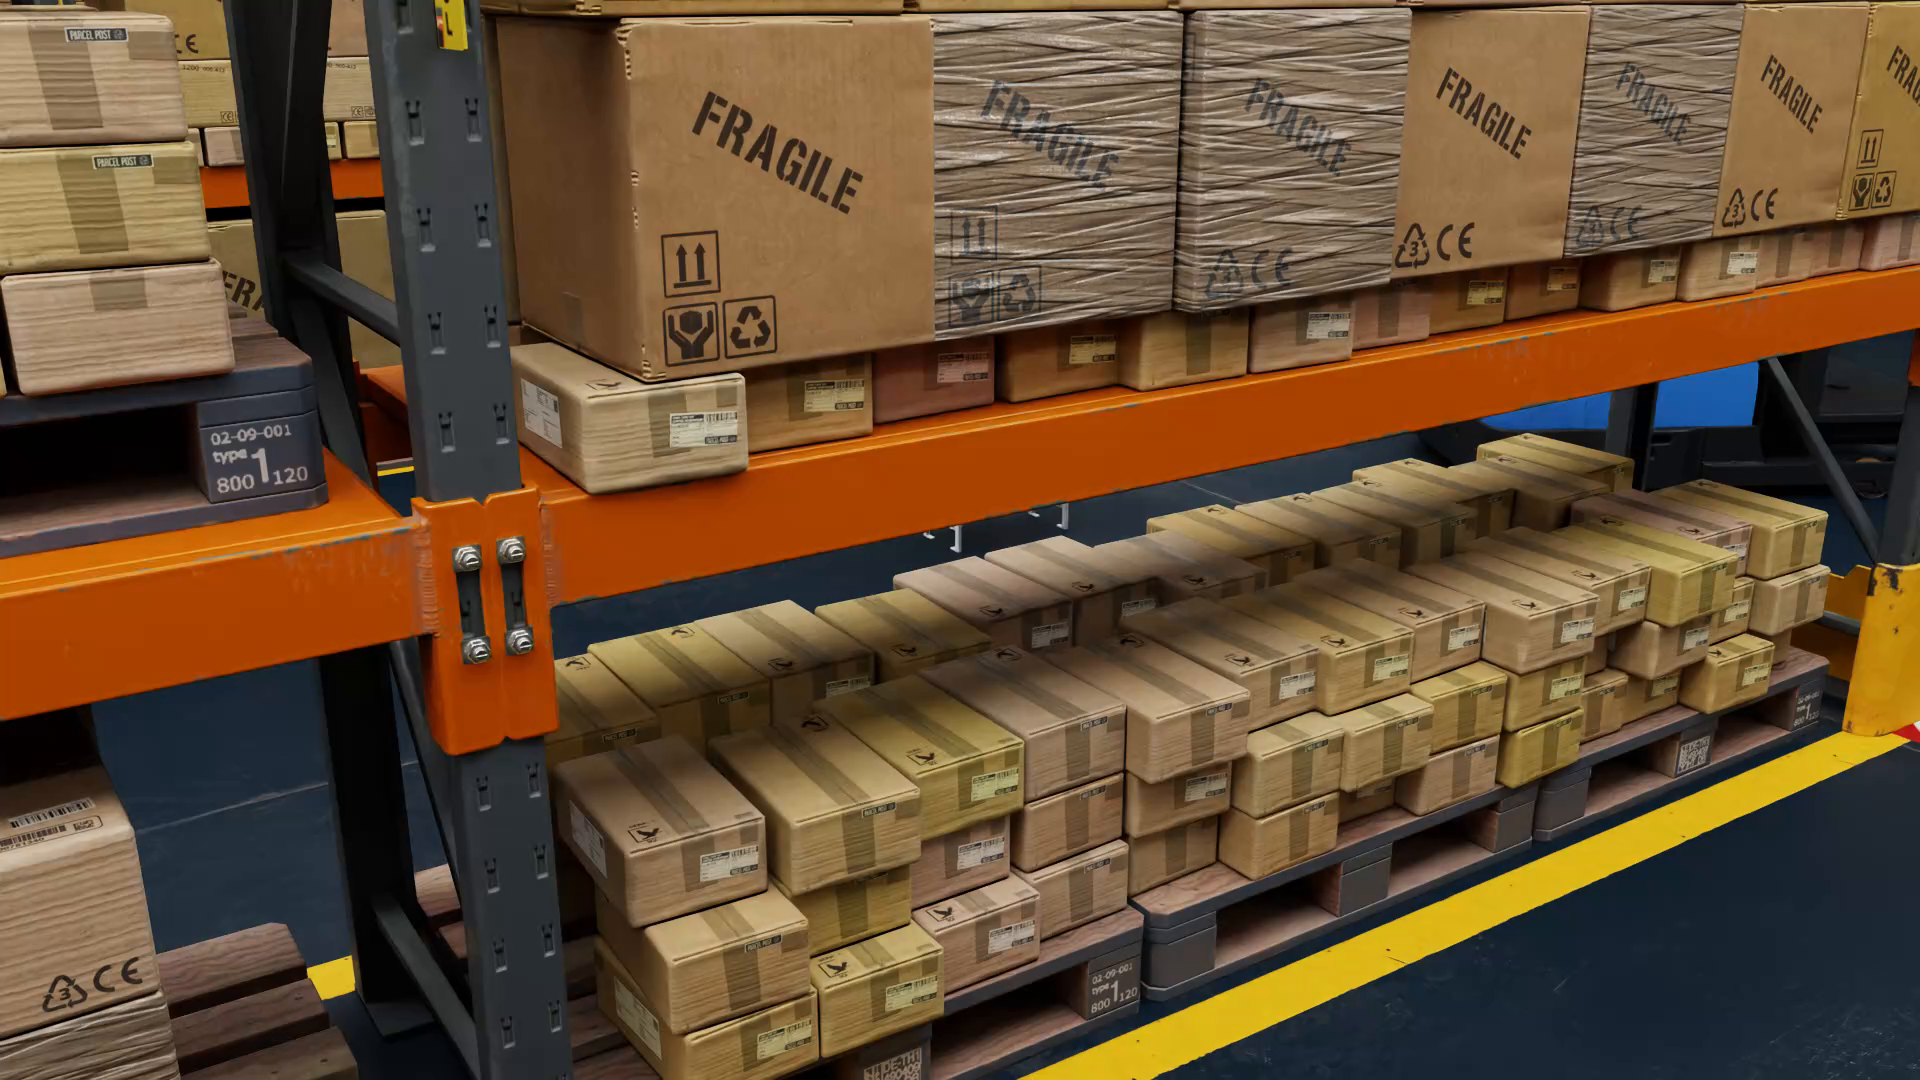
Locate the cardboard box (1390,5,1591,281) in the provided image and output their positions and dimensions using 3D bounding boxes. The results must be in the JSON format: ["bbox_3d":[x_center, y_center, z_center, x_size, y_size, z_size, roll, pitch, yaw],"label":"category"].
[{"bbox_3d":[0.899,-0.839,3.421,0.500,0.500,0.500,-11,21,-29],"label":"cardboard box"}]

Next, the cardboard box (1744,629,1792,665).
[{"bbox_3d":[2.081,0.235,4.660,0.250,0.149,0.380,-11,22,-30],"label":"cardboard box"}]

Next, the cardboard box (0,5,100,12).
[{"bbox_3d":[-1.516,-0.775,2.663,0.250,0.149,0.380,-11,21,-29],"label":"cardboard box"}]

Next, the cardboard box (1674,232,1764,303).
[{"bbox_3d":[1.660,-0.679,3.963,0.250,0.149,0.380,-11,22,-30],"label":"cardboard box"}]

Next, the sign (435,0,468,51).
[{"bbox_3d":[-0.626,-0.761,2.004,0.005,0.325,0.100,-12,22,-31],"label":"sign"}]

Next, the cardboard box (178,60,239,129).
[{"bbox_3d":[-3.042,-1.787,6.617,0.500,0.250,0.500,-12,22,-32],"label":"cardboard box"}]

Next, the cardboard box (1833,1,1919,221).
[{"bbox_3d":[2.172,-1.105,4.209,0.500,0.500,0.500,-11,22,-30],"label":"cardboard box"}]

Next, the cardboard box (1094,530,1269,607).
[{"bbox_3d":[0.536,0.114,4.092,0.250,0.149,0.380,-12,22,-31],"label":"cardboard box"}]

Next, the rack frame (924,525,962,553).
[{"bbox_3d":[-0.066,-0.555,6.012,0.015,1.200,0.240,-12,22,-31],"label":"rack frame"}]

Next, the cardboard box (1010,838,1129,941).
[{"bbox_3d":[0.132,0.651,3.432,0.250,0.149,0.380,-12,22,-33],"label":"cardboard box"}]

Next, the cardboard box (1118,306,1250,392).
[{"bbox_3d":[0.328,-0.403,3.146,0.250,0.149,0.380,-11,22,-30],"label":"cardboard box"}]

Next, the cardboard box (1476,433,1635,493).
[{"bbox_3d":[1.782,-0.193,5.000,0.250,0.149,0.380,-13,23,-34],"label":"cardboard box"}]

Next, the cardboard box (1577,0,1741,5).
[{"bbox_3d":[1.308,-1.396,3.509,0.500,0.500,0.500,-11,21,-29],"label":"cardboard box"}]

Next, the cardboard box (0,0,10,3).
[{"bbox_3d":[-8.475,-4.884,14.290,0.500,0.500,0.500,-11,22,-30],"label":"cardboard box"}]

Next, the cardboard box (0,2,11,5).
[{"bbox_3d":[-8.448,-4.419,14.477,0.500,0.500,0.500,-11,22,-30],"label":"cardboard box"}]

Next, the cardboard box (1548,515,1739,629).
[{"bbox_3d":[1.716,0.075,4.207,0.250,0.149,0.380,-12,22,-33],"label":"cardboard box"}]

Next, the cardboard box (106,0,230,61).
[{"bbox_3d":[-3.037,-2.146,6.507,0.500,0.500,0.500,-12,22,-31],"label":"cardboard box"}]

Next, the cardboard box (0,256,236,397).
[{"bbox_3d":[-1.157,-0.317,2.236,0.250,0.149,0.380,-12,22,-33],"label":"cardboard box"}]

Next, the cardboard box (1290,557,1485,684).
[{"bbox_3d":[0.990,0.182,3.889,0.250,0.149,0.380,-13,23,-33],"label":"cardboard box"}]

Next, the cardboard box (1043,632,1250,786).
[{"bbox_3d":[0.377,0.339,3.425,0.250,0.149,0.380,-11,22,-30],"label":"cardboard box"}]

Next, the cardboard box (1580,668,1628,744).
[{"bbox_3d":[1.455,0.378,4.238,0.250,0.149,0.380,-12,22,-31],"label":"cardboard box"}]

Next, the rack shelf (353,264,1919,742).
[{"bbox_3d":[0.736,-0.372,3.783,4.000,0.370,1.077,-12,22,-31],"label":"rack shelf"}]

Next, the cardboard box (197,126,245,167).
[{"bbox_3d":[-2.929,-1.595,6.671,0.250,0.149,0.380,-13,22,-33],"label":"cardboard box"}]

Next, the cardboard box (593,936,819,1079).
[{"bbox_3d":[-0.454,0.813,2.951,0.250,0.149,0.380,-13,23,-34],"label":"cardboard box"}]

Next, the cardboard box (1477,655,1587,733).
[{"bbox_3d":[1.264,0.302,3.999,0.250,0.149,0.380,-12,22,-31],"label":"cardboard box"}]

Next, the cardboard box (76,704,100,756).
[{"bbox_3d":[-1.697,0.329,2.663,0.500,0.250,0.500,-13,23,-34],"label":"cardboard box"}]

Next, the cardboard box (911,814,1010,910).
[{"bbox_3d":[-0.110,0.551,3.262,0.250,0.149,0.380,-12,22,-32],"label":"cardboard box"}]

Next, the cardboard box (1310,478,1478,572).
[{"bbox_3d":[1.175,-0.037,4.537,0.250,0.149,0.380,-13,23,-34],"label":"cardboard box"}]

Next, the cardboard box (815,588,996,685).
[{"bbox_3d":[-0.125,0.251,3.685,0.250,0.149,0.380,-11,22,-30],"label":"cardboard box"}]

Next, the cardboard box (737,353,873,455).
[{"bbox_3d":[-0.343,-0.269,2.748,0.250,0.149,0.380,-11,22,-30],"label":"cardboard box"}]

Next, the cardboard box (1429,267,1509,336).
[{"bbox_3d":[0.953,-0.558,3.604,0.250,0.149,0.380,-11,22,-30],"label":"cardboard box"}]

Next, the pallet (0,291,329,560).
[{"bbox_3d":[-1.653,-0.173,2.374,1.213,0.211,1.003,-12,22,-31],"label":"pallet"}]

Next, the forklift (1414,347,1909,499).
[{"bbox_3d":[3.566,-1.722,6.763,3.031,2.935,1.130,-1,19,-4],"label":"forklift"}]

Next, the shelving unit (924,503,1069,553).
[{"bbox_3d":[0.138,-0.598,6.139,0.503,1.200,0.258,-12,22,-31],"label":"shelving unit"}]

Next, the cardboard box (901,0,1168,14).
[{"bbox_3d":[0.001,-1.132,2.727,0.500,0.500,0.500,-13,22,-33],"label":"cardboard box"}]

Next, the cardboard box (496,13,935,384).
[{"bbox_3d":[-0.382,-0.568,2.621,0.500,0.500,0.500,-12,22,-32],"label":"cardboard box"}]

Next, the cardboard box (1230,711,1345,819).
[{"bbox_3d":[0.605,0.435,3.606,0.250,0.149,0.380,-12,22,-32],"label":"cardboard box"}]

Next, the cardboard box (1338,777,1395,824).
[{"bbox_3d":[0.785,0.507,3.856,0.250,0.149,0.380,-11,22,-30],"label":"cardboard box"}]

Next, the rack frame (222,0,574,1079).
[{"bbox_3d":[-0.935,-0.360,2.626,0.127,3.000,1.000,-12,22,-31],"label":"rack frame"}]

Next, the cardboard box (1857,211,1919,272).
[{"bbox_3d":[2.289,-0.813,4.357,0.250,0.149,0.380,-12,22,-31],"label":"cardboard box"}]

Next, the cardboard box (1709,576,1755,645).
[{"bbox_3d":[1.874,0.147,4.458,0.250,0.149,0.380,-13,22,-33],"label":"cardboard box"}]

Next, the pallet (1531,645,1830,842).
[{"bbox_3d":[1.645,0.403,4.722,1.213,0.211,1.003,-12,22,-31],"label":"pallet"}]

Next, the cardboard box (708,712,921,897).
[{"bbox_3d":[-0.270,0.472,3.032,0.250,0.149,0.380,-11,21,-29],"label":"cardboard box"}]

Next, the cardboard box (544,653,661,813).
[{"bbox_3d":[-0.781,0.377,3.312,0.250,0.149,0.380,-11,22,-30],"label":"cardboard box"}]
